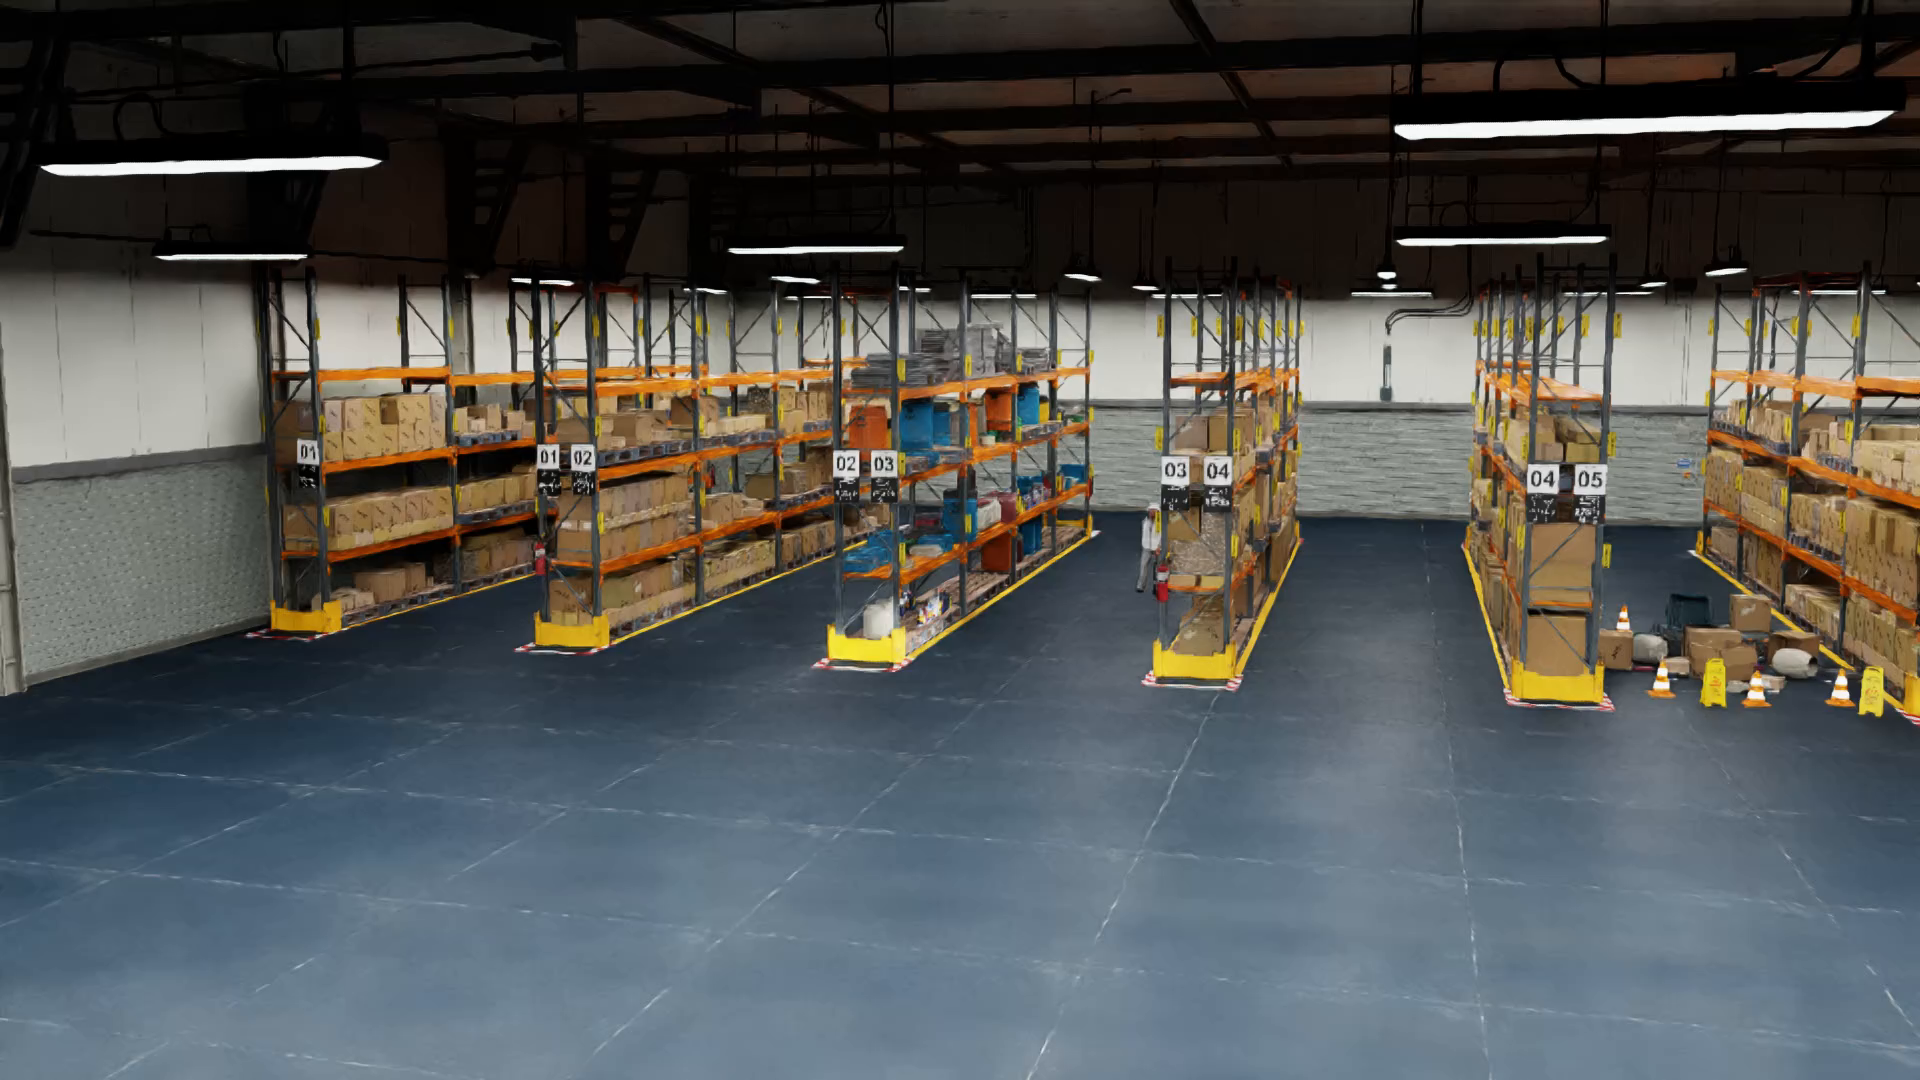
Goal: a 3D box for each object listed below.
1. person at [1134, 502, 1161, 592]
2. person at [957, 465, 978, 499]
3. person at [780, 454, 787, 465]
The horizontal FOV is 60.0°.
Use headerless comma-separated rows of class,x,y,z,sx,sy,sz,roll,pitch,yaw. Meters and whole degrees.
person,3.691,0.128,31.687,0.539,1.714,1.033,3,8,24
person,0.226,-1.305,42.679,0.778,1.768,0.613,-5,9,-37
person,-4.860,-1.567,45.462,0.458,1.610,1.019,2,7,14
